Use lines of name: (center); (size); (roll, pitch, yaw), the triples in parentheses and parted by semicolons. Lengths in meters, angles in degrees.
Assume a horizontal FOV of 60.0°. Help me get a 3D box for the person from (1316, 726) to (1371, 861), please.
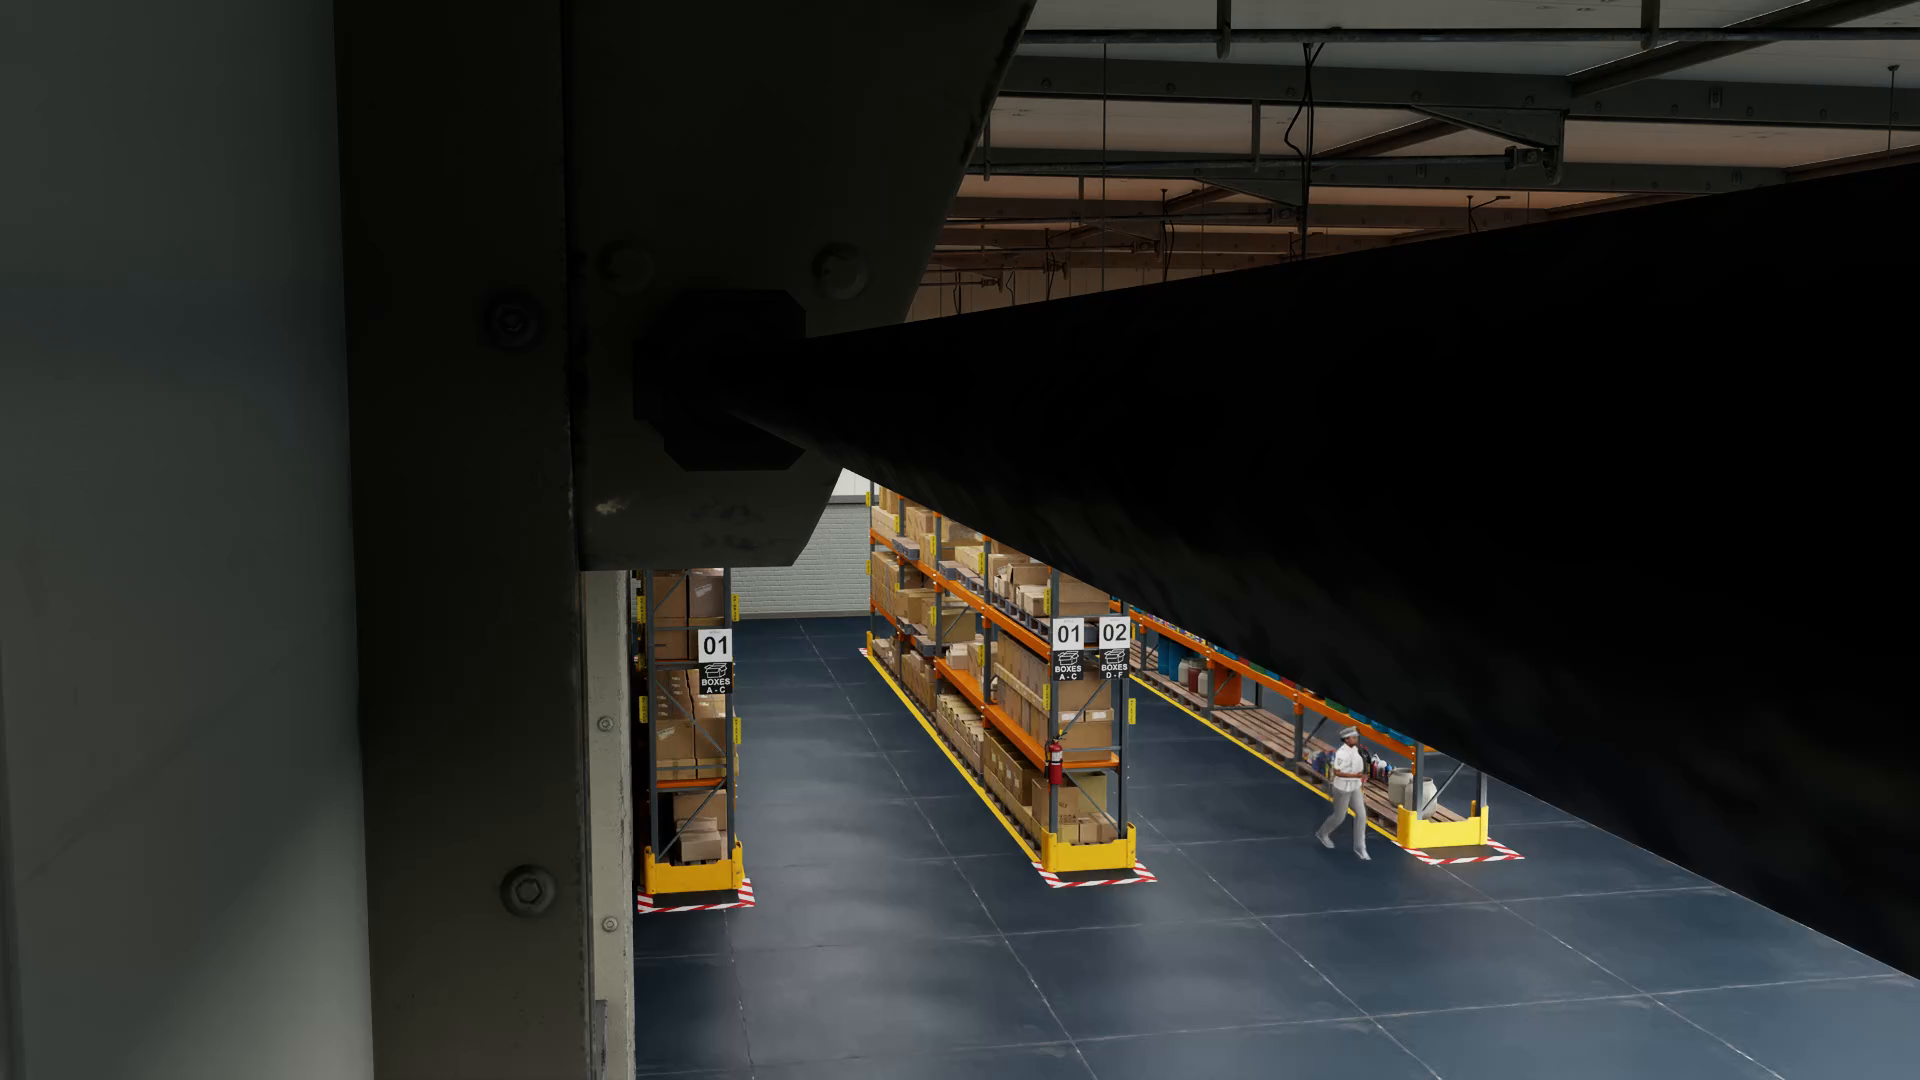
person: (4.978, 3.256, 21.542); (0.565, 1.761, 0.805); (-5, 8, -42)
